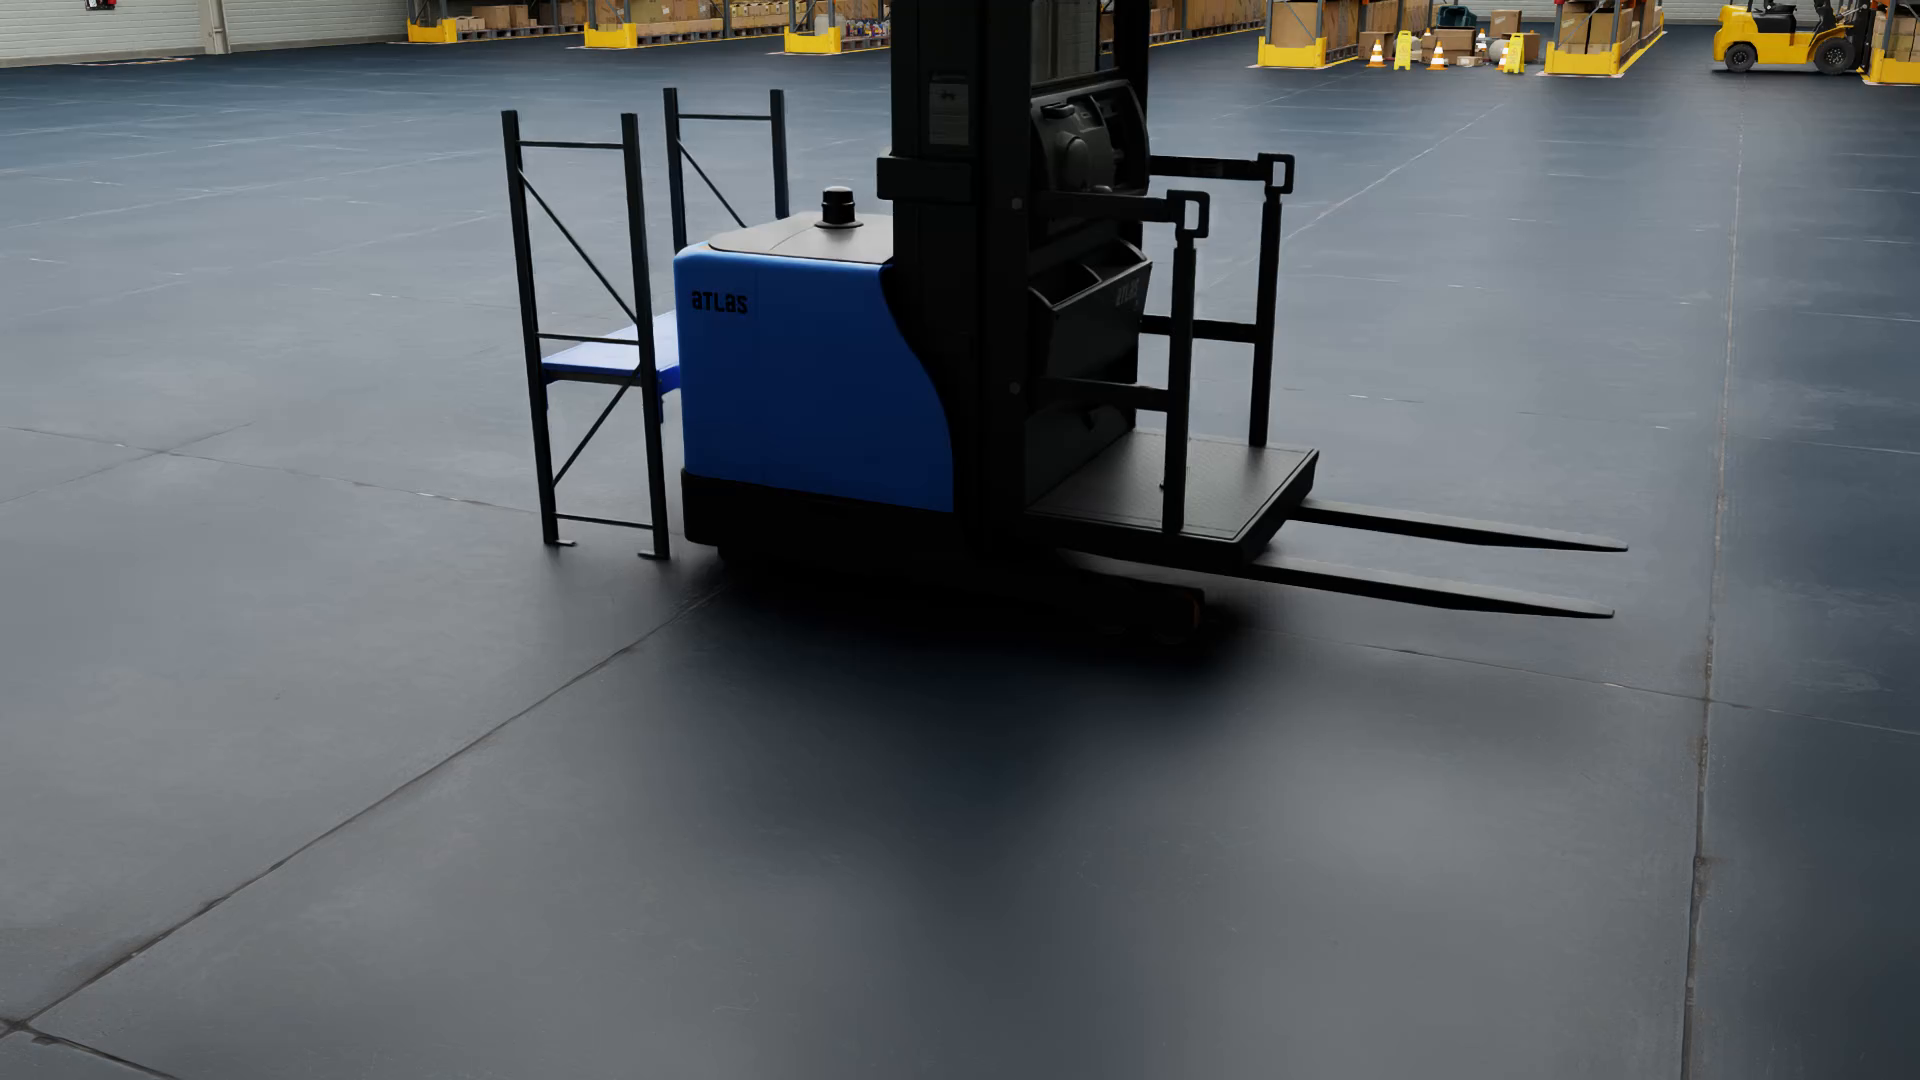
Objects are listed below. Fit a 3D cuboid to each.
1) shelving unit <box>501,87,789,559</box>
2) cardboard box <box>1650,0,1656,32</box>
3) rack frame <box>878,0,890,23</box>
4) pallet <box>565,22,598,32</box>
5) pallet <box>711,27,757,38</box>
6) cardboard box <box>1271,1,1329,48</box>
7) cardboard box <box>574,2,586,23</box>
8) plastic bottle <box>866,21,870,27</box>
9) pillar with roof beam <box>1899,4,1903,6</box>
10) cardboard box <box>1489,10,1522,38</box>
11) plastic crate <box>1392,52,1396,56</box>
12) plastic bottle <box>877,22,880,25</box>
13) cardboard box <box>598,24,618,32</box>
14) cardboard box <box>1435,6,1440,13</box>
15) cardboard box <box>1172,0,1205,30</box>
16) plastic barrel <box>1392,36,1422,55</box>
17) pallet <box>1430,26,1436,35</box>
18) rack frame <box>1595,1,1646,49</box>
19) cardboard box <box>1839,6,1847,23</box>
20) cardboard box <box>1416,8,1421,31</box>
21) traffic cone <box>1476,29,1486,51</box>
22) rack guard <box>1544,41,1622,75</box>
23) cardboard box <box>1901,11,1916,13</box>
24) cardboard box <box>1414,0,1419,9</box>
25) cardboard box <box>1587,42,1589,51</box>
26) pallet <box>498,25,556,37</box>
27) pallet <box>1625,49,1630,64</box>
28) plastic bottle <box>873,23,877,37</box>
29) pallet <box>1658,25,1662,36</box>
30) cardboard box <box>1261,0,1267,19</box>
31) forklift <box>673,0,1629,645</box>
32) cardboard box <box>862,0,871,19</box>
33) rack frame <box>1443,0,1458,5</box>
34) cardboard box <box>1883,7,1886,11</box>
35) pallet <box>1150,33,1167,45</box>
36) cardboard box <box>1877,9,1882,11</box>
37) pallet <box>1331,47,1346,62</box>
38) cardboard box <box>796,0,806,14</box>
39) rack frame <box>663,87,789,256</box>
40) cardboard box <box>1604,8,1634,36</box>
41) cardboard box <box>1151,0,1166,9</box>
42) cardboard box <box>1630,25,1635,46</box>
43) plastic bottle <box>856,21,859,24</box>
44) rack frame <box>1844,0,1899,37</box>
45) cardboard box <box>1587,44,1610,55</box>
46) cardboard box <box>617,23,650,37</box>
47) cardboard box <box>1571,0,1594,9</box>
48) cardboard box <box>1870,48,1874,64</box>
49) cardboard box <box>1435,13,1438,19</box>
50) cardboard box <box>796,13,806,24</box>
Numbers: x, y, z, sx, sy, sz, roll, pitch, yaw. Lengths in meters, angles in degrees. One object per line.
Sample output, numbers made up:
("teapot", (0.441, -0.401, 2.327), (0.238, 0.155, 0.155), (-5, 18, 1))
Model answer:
("shelving unit", (-1.071, -0.835, 6.068), (0.538, 1.500, 1.048), (7, 21, 20))
("cardboard box", (15.288, -12.015, 37.821), (0.875, 0.875, 0.875), (9, 22, 24))
("rack frame", (-1.367, -12.613, 36.957), (1.000, 3.000, 0.127), (9, 21, 23))
("pallet", (-9.589, -13.271, 42.969), (1.003, 0.211, 1.213), (9, 21, 23))
("pallet", (-5.618, -12.210, 39.987), (1.003, 0.211, 1.213), (9, 21, 23))
("cardboard box", (6.215, -9.412, 30.501), (0.875, 0.875, 0.875), (9, 21, 23))
("cardboard box", (-9.953, -13.394, 42.227), (0.700, 0.500, 0.500), (8, 21, 22))
("plastic bottle", (-2.025, -11.284, 36.635), (0.097, 0.271, 0.097), (0, 20, 0))
("pillar with roof beam", (19.636, -17.679, 42.251), (9.100, 9.000, 0.400), (9, 21, 23))
("cardboard box", (10.557, -9.987, 32.175), (0.500, 0.500, 0.500), (9, 21, 23))
("plastic crate", (8.760, -9.691, 32.852), (0.662, 0.188, 0.450), (-14, 14, -33))
("plastic bottle", (-1.746, -11.111, 36.133), (0.061, 0.283, 0.133), (9, 21, 23))
("cardboard box", (-7.572, -11.177, 36.398), (0.500, 0.250, 0.500), (9, 21, 23))
("cardboard box", (11.732, -13.188, 41.316), (0.380, 0.149, 0.250), (9, 21, 24))
("cardboard box", (5.091, -12.561, 39.355), (1.225, 0.875, 0.875), (8, 21, 20))
("plastic barrel", (8.570, -9.450, 31.910), (0.421, 0.421, 0.512), (-9, 22, -24))
("pallet", (11.154, -12.563, 40.980), (1.003, 0.211, 1.213), (9, 21, 23))
("rack frame", (13.831, -11.796, 34.661), (1.000, 3.000, 0.127), (9, 21, 23))
("cardboard box", (21.300, -12.409, 39.484), (0.797, 0.503, 0.637), (8, 21, 21))
("cardboard box", (10.414, -12.113, 38.657), (0.500, 0.500, 0.500), (8, 21, 22))
("traffic cone", (10.630, -10.175, 33.889), (0.336, 0.463, 0.334), (9, 21, 23))
("rack guard", (10.586, -8.196, 28.268), (1.175, 0.500, 0.348), (9, 21, 23))
("cardboard box", (16.698, -9.090, 29.036), (0.500, 0.250, 0.500), (9, 21, 24))
("cardboard box", (10.199, -12.300, 38.062), (0.500, 0.250, 0.500), (9, 21, 23))
("cardboard box", (10.860, -8.694, 29.415), (0.500, 0.250, 0.500), (9, 21, 23))
("pallet", (-10.648, -12.448, 40.656), (1.003, 0.211, 1.213), (9, 21, 23))
("pallet", (11.950, -9.049, 31.099), (1.003, 0.211, 1.213), (9, 21, 23))
("plastic bottle", (-1.838, -10.928, 35.635), (0.097, 0.271, 0.097), (0, 20, 0))
("pallet", (16.851, -12.672, 41.287), (1.003, 0.211, 1.213), (9, 21, 23))
("cardboard box", (7.877, -14.591, 45.066), (0.875, 0.875, 0.875), (9, 21, 23))
("forklift", (0.601, -1.265, 5.152), (3.031, 2.935, 1.130), (9, 21, 23))
("cardboard box", (-2.759, -14.428, 45.137), (0.500, 0.500, 0.500), (9, 21, 23))
("rack frame", (12.549, -14.890, 43.360), (1.000, 3.000, 0.127), (9, 21, 23))
("cardboard box", (19.339, -10.961, 34.449), (0.380, 0.149, 0.250), (9, 21, 23))
("pallet", (3.968, -11.232, 37.235), (1.003, 0.211, 1.213), (9, 21, 23))
("cardboard box", (18.332, -10.627, 33.511), (0.380, 0.149, 0.250), (7, 21, 20))
("pallet", (6.755, -9.312, 31.837), (1.003, 0.211, 1.213), (9, 21, 23))
("cardboard box", (-4.236, -13.489, 42.061), (0.500, 0.311, 0.500), (9, 22, 24))
("rack frame", (-0.885, -0.993, 6.514), (0.500, 1.500, 0.032), (7, 21, 20))
("cardboard box", (12.195, -9.611, 30.875), (0.500, 0.500, 0.500), (8, 21, 22))
("cardboard box", (4.335, -12.166, 37.656), (0.500, 0.250, 0.500), (11, 22, 29))
("cardboard box", (12.697, -9.914, 32.664), (0.950, 0.372, 0.625), (10, 22, 26))
("plastic bottle", (-2.259, -11.248, 36.517), (0.061, 0.283, 0.133), (10, 22, 25))
("rack frame", (19.999, -12.339, 36.187), (1.000, 3.000, 0.127), (9, 21, 23))
("cardboard box", (11.137, -8.461, 28.761), (0.500, 0.250, 0.500), (8, 21, 22))
("cardboard box", (-7.100, -11.106, 36.198), (0.500, 0.250, 0.500), (9, 21, 23))
("cardboard box", (11.390, -9.804, 30.449), (0.380, 0.149, 0.250), (9, 22, 25))
("cardboard box", (15.201, -7.910, 27.212), (0.500, 0.250, 0.500), (9, 21, 23))
("cardboard box", (11.688, -13.061, 41.401), (0.380, 0.149, 0.250), (10, 22, 25))
("cardboard box", (-4.239, -13.224, 42.154), (0.500, 0.250, 0.500), (9, 22, 24))
